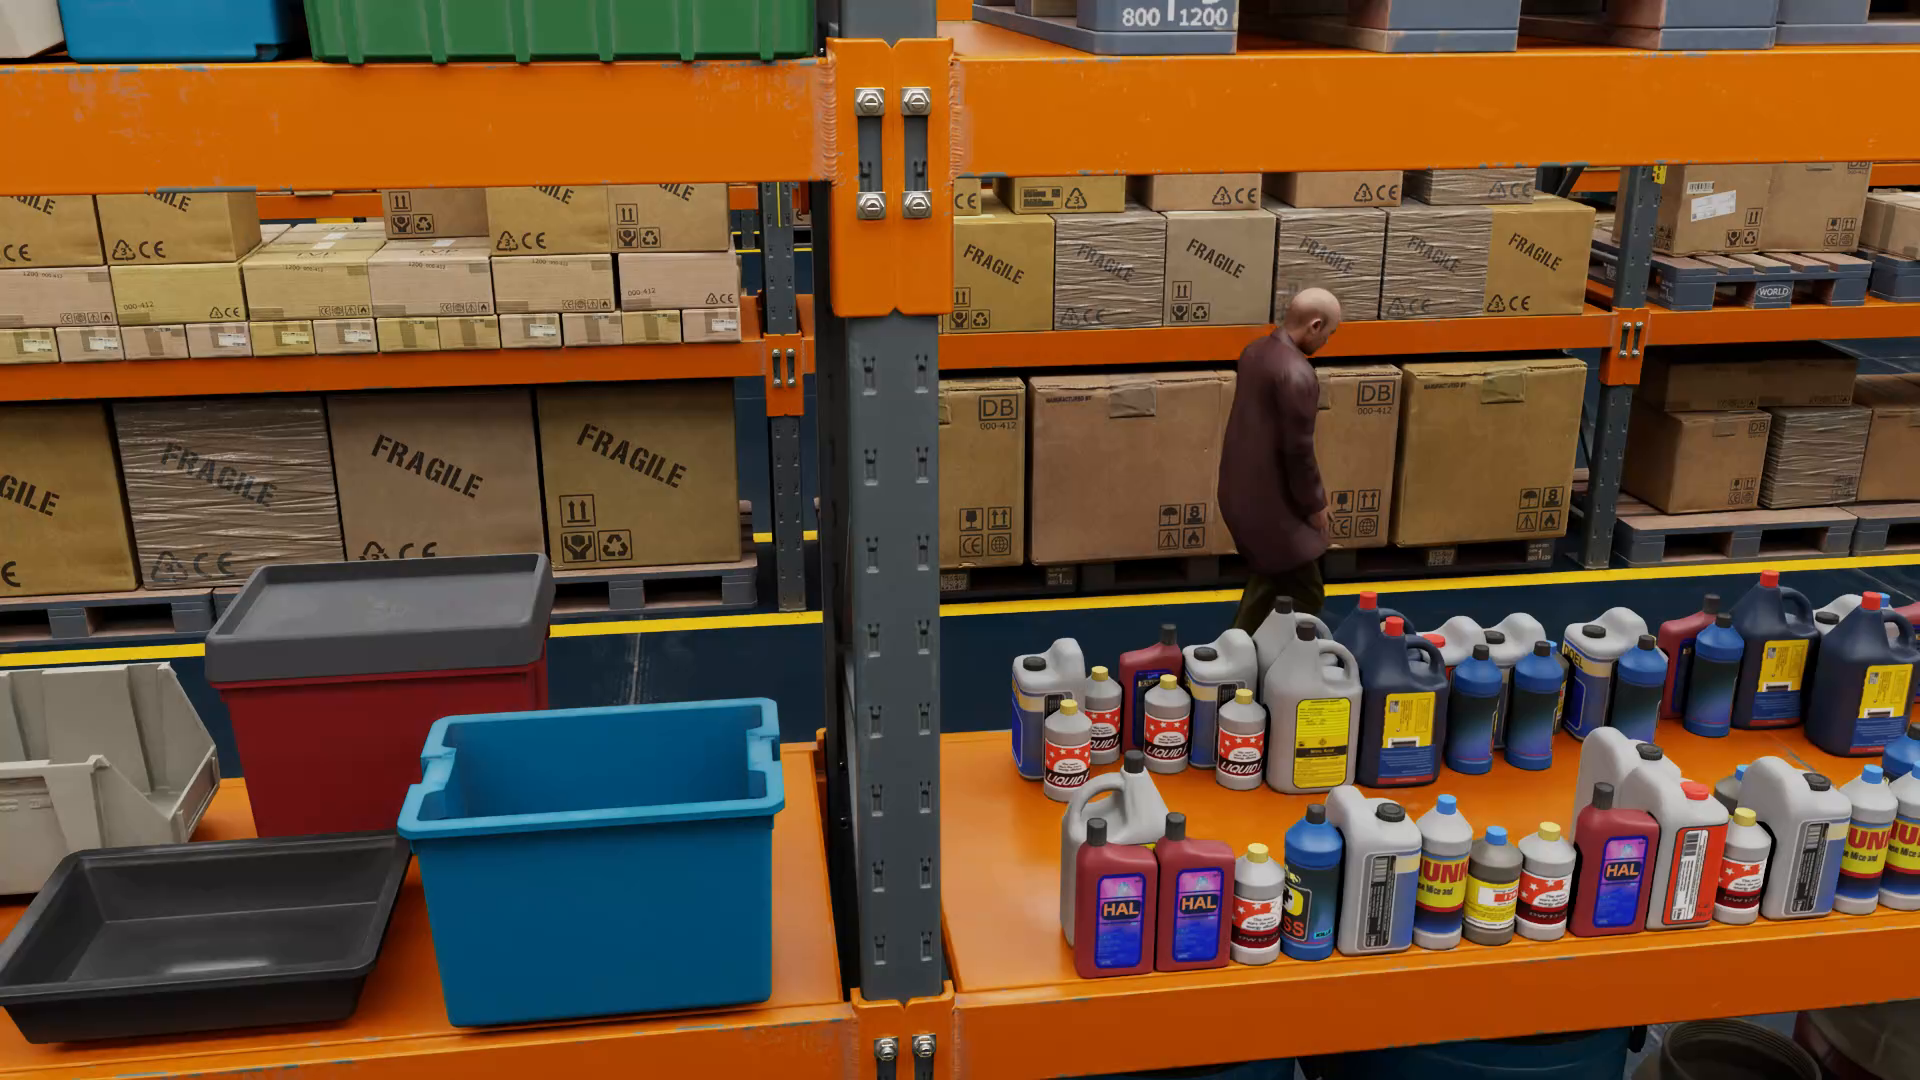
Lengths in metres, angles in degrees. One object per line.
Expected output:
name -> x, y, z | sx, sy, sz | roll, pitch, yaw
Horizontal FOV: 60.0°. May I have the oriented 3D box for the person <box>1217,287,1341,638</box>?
person -> 1.267, -0.166, 6.699 | 0.459, 1.694, 0.599 | -2, 20, -6
